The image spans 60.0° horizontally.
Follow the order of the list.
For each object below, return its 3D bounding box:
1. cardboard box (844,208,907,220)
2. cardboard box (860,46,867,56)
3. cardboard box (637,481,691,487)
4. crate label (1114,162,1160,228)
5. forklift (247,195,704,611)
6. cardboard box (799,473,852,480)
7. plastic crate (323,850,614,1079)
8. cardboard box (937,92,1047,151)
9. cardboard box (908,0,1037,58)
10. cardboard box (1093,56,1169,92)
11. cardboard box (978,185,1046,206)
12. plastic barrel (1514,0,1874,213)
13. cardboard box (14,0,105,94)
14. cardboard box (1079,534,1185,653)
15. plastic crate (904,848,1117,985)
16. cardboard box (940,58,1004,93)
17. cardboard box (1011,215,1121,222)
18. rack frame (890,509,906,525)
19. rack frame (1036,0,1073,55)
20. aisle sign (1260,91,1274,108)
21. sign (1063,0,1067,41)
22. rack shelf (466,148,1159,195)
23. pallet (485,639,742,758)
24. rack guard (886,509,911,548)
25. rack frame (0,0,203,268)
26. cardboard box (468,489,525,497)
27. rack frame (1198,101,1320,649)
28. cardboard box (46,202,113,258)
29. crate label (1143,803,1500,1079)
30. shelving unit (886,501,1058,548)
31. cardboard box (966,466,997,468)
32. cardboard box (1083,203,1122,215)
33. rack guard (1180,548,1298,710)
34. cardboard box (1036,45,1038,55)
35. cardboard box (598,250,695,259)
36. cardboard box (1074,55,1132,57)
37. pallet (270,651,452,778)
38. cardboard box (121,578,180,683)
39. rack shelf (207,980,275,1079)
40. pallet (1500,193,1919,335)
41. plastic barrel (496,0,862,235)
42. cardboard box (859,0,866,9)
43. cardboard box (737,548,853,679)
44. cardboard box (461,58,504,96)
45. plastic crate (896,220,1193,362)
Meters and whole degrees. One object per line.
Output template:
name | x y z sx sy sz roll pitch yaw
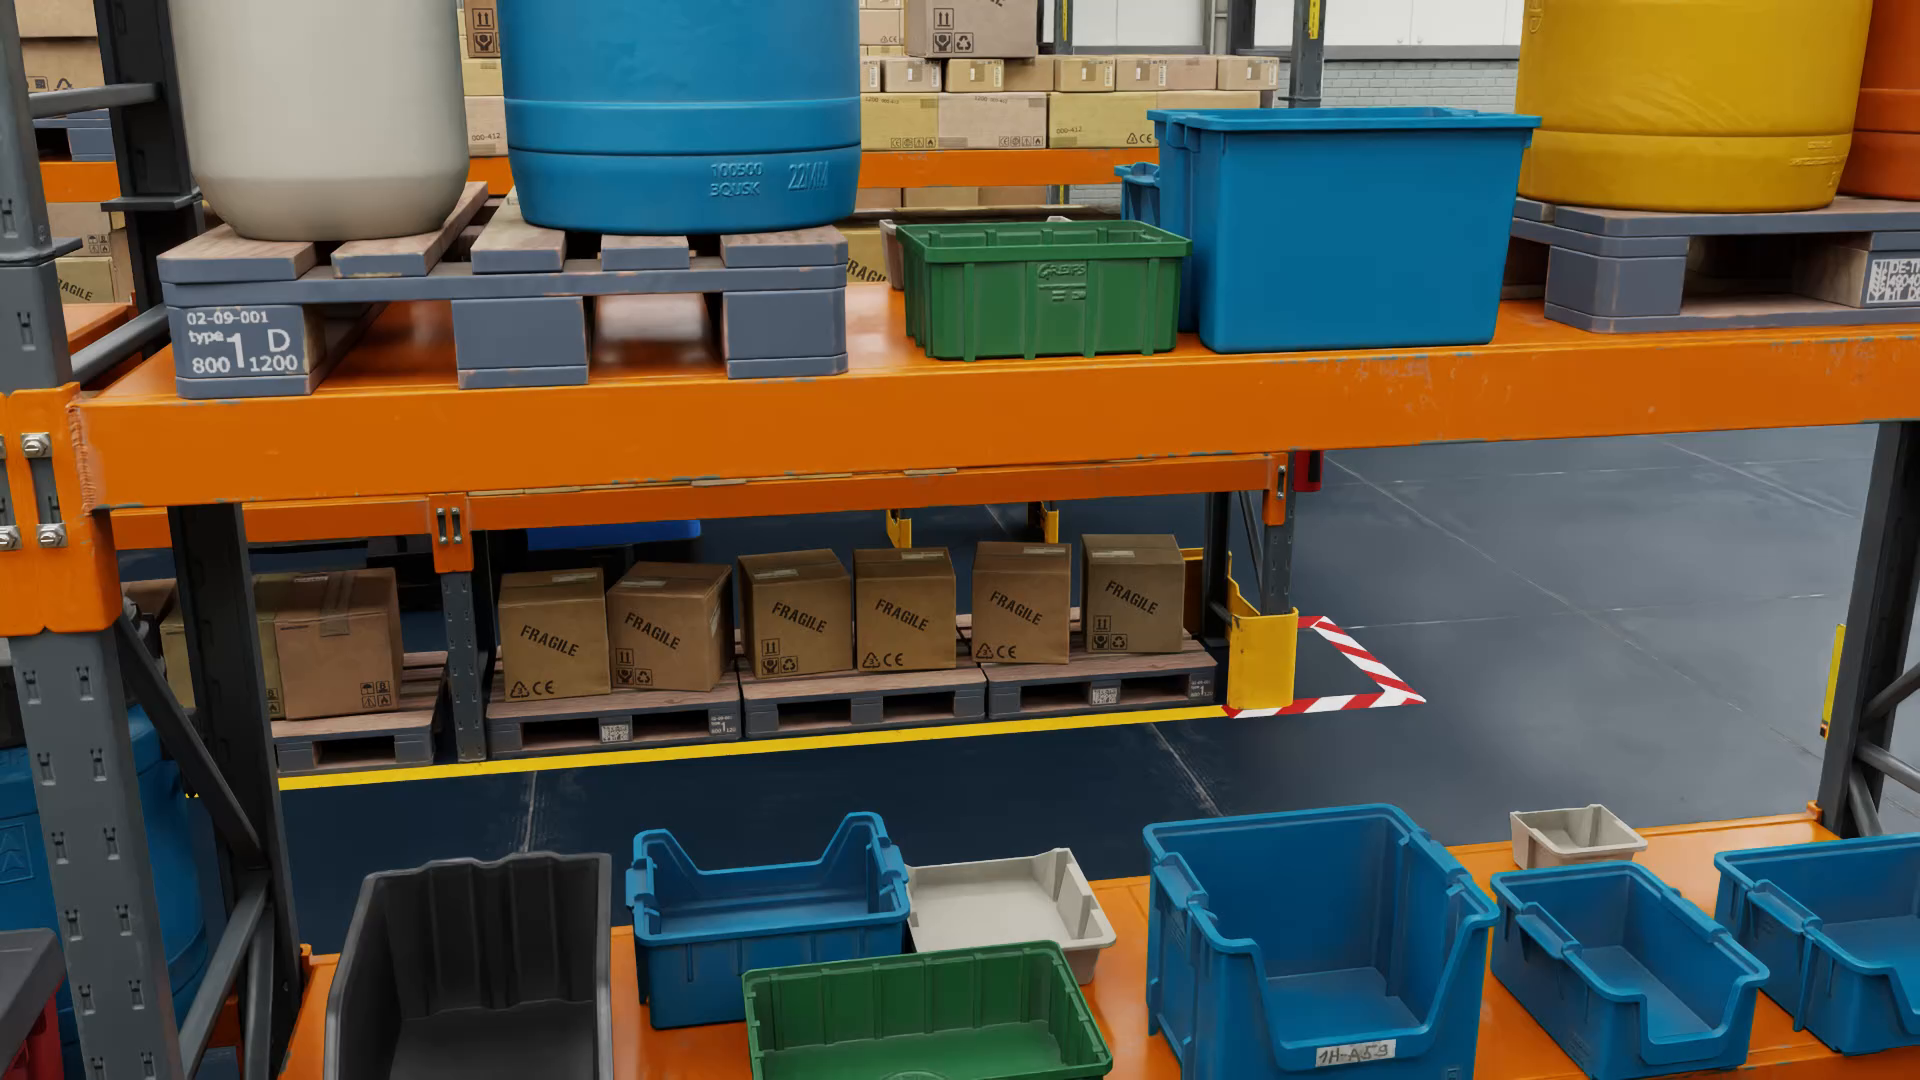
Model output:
cardboard box | -0.542 -1.376 8.304 0.500 0.500 0.500 -3 17 -10
cardboard box | -0.829 -3.555 12.211 0.250 0.149 0.380 -3 17 -10
cardboard box | -1.405 -0.375 7.853 0.250 0.149 0.380 -3 17 -10
crate label | 0.562 -0.670 3.529 0.408 0.251 0.502 -3 17 -10
forklift | -3.179 -1.151 10.066 3.031 2.935 1.130 -5 18 -14
cardboard box | -0.667 -0.414 7.978 0.250 0.149 0.380 -3 17 -10
plastic crate | -0.927 0.944 3.236 0.504 0.338 0.767 -3 17 -10
cardboard box | 0.103 -1.951 7.703 0.500 0.250 0.500 -3 17 -9
cardboard box | 0.049 -2.448 7.535 0.500 0.500 0.500 -3 17 -10
cardboard box | 0.783 -2.164 7.716 0.250 0.149 0.380 -4 18 -13
cardboard box | 0.309 -2.758 13.088 0.550 0.550 0.875 -3 17 -10
plastic barrel | 1.367 -0.941 3.121 0.600 0.588 0.600 0 17 0
cardboard box | -3.810 -2.155 7.219 0.637 0.503 0.797 -3 17 -8
cardboard box | 0.906 0.280 8.833 0.500 0.500 0.500 0 17 0
plastic crate | 0.081 0.869 3.823 0.437 0.136 0.530 -3 17 -10
cardboard box | 0.030 -2.121 7.576 0.250 0.149 0.380 -4 18 -13
cardboard box | 0.539 -1.281 7.993 0.500 0.500 0.500 -3 17 -10
rack frame | -0.415 -0.693 11.015 0.032 1.500 0.500 -3 17 -10
rack frame | 0.681 -5.047 12.418 0.127 3.000 1.000 -3 17 -10
aisle sign | 1.526 -2.077 8.537 0.004 0.787 0.394 -3 17 -10
sign | 0.770 -3.842 12.229 0.005 0.325 0.100 -3 17 -10
rack shelf | -0.441 -1.723 7.928 4.000 0.370 1.077 -3 17 -10
pallet | -1.752 0.764 8.465 1.213 0.211 1.003 -3 17 -10
rack guard | -0.414 -0.096 11.199 0.087 0.250 0.587 -3 17 -10
rack frame | -1.465 -1.961 2.371 0.127 3.000 1.000 -3 17 -10
cardboard box | -2.137 -0.327 7.694 0.250 0.149 0.380 -3 17 -10
rack frame | 1.522 -0.744 8.626 0.127 3.000 1.000 -3 17 -10
cardboard box | -6.235 -2.310 11.852 0.500 0.500 0.700 -3 17 -11
crate label | 0.706 0.847 3.384 0.616 0.435 0.502 -3 17 -10
shelving unit | 0.075 -0.721 11.105 1.083 1.500 0.587 -3 17 -10
cardboard box | 0.058 -0.474 8.175 0.250 0.149 0.380 -3 17 -10
cardboard box | 0.931 -1.460 8.577 0.500 0.500 0.500 -3 17 -10
rack guard | 1.448 0.455 8.979 0.348 0.500 1.175 -3 17 -10
cardboard box | 0.419 -3.626 12.441 0.250 0.149 0.380 -3 17 -11
cardboard box | -1.424 -1.169 7.630 0.500 0.500 0.500 -3 17 -10
cardboard box | 0.711 -2.312 8.198 0.250 0.149 0.380 -4 17 -11
pallet | -3.169 0.855 8.167 1.213 0.211 1.003 -3 17 -10
cardboard box | -4.033 0.544 7.941 0.500 0.500 0.700 -5 18 -15
rack shelf | -3.429 1.362 2.995 4.000 0.370 1.077 -3 17 -10
pallet | 1.631 -0.642 3.506 1.213 0.211 1.003 -3 17 -10
plastic barrel | -0.468 -0.992 2.756 0.708 0.901 0.600 -3 17 -10
cardboard box | -0.834 -3.936 12.093 0.250 0.149 0.380 -4 17 -11
cardboard box | -0.849 0.371 8.538 0.500 0.500 0.500 -5 18 -15
cardboard box | -2.027 -2.003 7.193 0.250 0.149 0.380 -4 17 -12
plastic crate | 0.135 -0.435 2.873 0.450 0.188 0.336 -3 17 -10
